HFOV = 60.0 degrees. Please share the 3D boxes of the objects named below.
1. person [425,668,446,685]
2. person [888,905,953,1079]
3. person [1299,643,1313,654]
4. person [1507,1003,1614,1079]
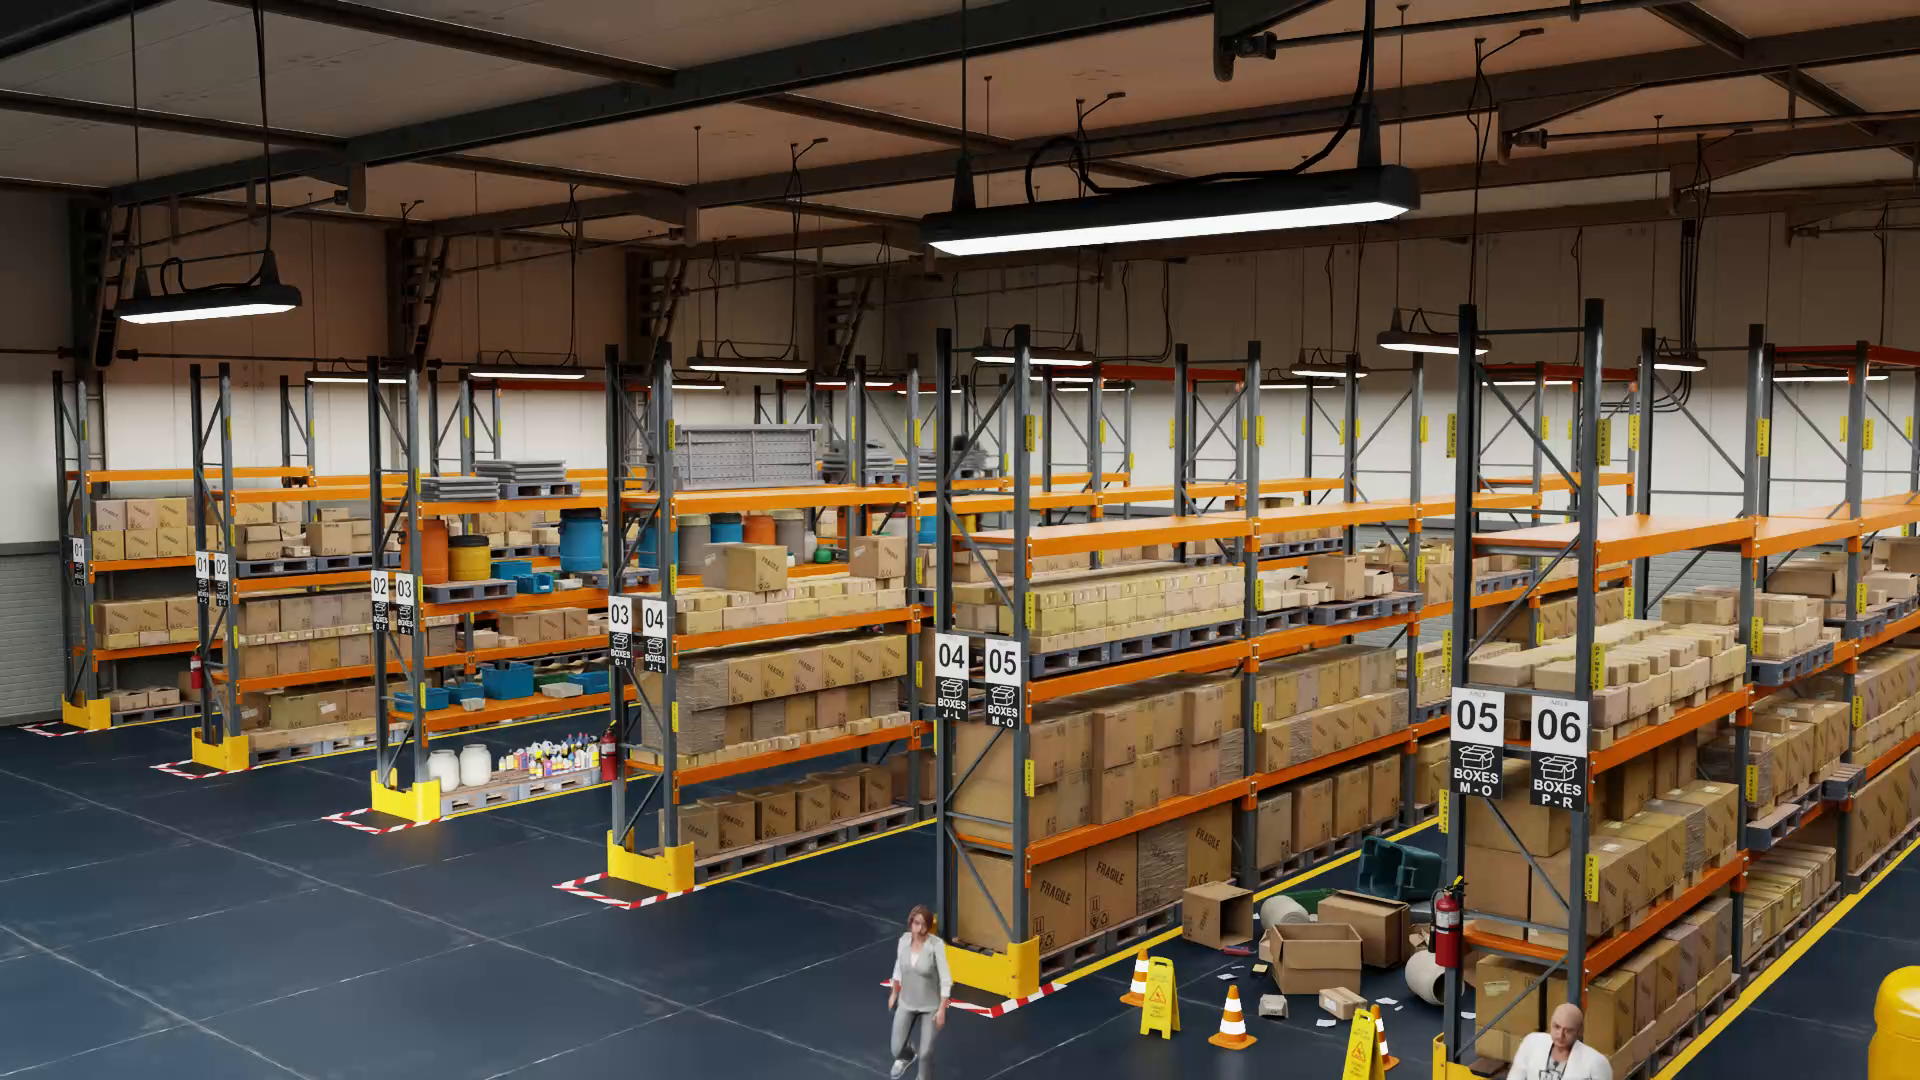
[{"bbox_3d":[-9.617,2.145,30.199,0.700,1.695,0.614,0,4,-2],"label":"person"},{"bbox_3d":[-0.302,3.483,12.478,0.574,1.568,0.645,1,4,15],"label":"person"},{"bbox_3d":[5.612,2.426,26.877,0.576,1.696,0.720,3,5,36],"label":"person"},{"bbox_3d":[3.623,3.576,10.078,0.823,1.715,0.740,3,5,36],"label":"person"}]
